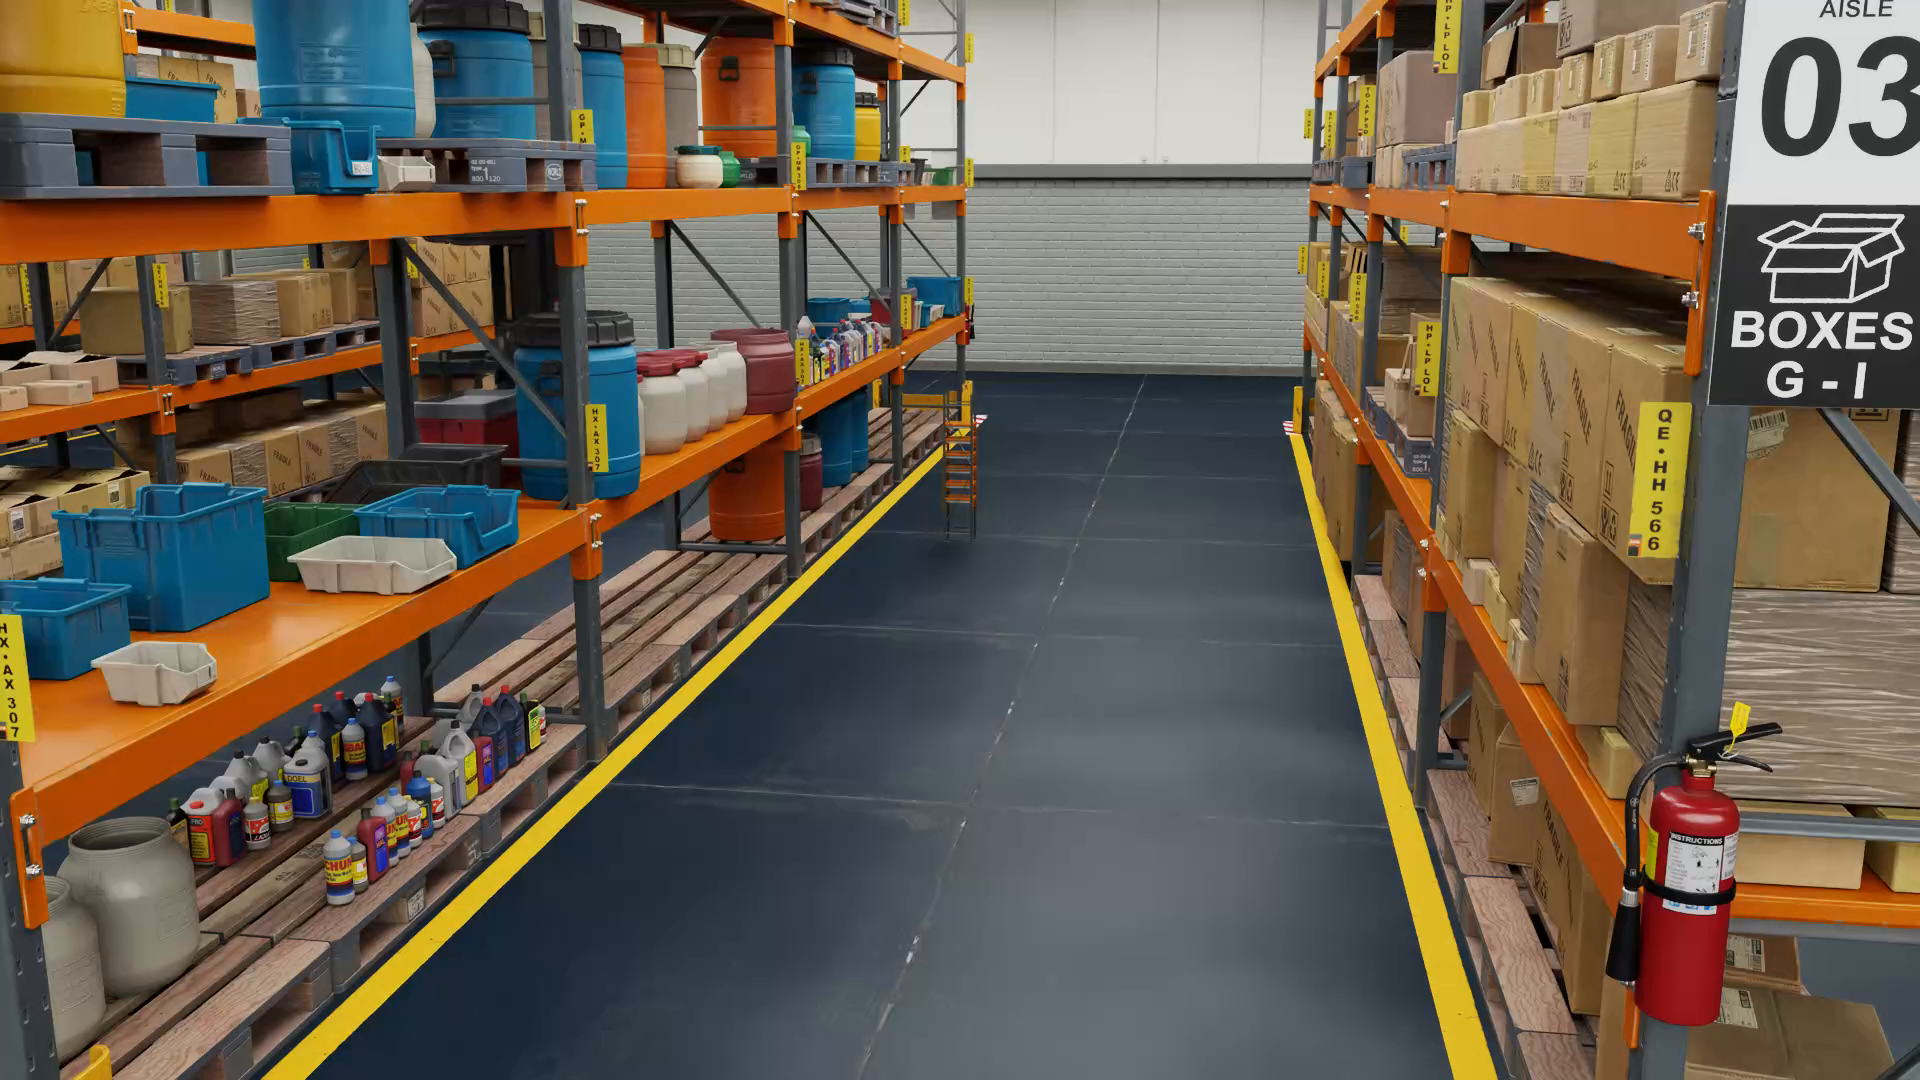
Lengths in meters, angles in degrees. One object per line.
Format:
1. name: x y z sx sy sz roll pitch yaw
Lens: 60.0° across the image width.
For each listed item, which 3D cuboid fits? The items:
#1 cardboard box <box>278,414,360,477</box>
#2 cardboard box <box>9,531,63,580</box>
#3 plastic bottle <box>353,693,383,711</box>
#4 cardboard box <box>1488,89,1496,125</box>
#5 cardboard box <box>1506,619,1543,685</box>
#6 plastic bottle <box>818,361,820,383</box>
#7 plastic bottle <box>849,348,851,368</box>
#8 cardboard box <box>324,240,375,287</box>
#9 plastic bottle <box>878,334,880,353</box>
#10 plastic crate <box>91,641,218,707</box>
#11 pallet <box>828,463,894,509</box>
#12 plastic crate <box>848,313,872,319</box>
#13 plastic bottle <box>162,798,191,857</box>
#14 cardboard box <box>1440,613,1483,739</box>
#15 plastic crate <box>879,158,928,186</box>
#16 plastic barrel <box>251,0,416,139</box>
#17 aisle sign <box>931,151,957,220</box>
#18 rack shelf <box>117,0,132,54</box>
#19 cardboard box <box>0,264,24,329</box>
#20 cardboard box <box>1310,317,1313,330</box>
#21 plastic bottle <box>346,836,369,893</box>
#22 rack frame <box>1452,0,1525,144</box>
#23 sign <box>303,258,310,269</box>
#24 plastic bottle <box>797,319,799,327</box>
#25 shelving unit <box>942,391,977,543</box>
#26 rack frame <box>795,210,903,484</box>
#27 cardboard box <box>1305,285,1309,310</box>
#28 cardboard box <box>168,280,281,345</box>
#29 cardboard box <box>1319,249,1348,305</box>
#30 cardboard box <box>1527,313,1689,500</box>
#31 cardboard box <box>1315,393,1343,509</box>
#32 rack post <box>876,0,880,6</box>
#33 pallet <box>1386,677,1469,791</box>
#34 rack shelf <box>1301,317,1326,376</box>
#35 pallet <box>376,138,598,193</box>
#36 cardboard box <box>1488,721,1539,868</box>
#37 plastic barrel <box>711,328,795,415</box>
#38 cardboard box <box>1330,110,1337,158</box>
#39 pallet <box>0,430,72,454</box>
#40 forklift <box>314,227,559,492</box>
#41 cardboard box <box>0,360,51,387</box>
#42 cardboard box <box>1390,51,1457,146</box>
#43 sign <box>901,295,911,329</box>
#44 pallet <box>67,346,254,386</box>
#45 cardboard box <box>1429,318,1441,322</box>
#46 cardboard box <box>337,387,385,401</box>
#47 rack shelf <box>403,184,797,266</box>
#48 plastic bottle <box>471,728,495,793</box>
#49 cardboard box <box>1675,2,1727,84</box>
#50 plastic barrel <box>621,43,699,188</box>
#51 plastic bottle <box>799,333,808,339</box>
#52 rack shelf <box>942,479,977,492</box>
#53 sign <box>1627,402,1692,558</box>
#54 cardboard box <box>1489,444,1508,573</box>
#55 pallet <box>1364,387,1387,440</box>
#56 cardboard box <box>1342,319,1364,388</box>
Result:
1. cardboard box: -5.903 -0.874 15.318 0.500 0.500 0.500 2 12 9
2. cardboard box: -6.560 0.101 11.434 0.500 0.250 0.500 2 12 10
3. plastic bottle: -2.790 0.863 7.788 0.152 0.276 0.135 2 12 11
4. cardboard box: 2.281 -1.685 6.484 0.380 0.149 0.250 1 12 6
5. cardboard box: 1.961 0.361 5.295 0.380 0.149 0.250 2 12 9
6. plastic bottle: -1.147 -1.336 13.043 0.097 0.201 0.097 0 12 0
7. plastic bottle: -0.977 -1.567 14.114 0.097 0.201 0.097 0 12 0
8. cardboard box: -6.126 -2.851 16.993 0.500 0.500 0.500 2 12 9
9. plastic bottle: -0.786 -1.824 15.308 0.097 0.201 0.097 0 12 0
10. plastic crate: -2.444 0.412 5.086 0.298 0.136 0.250 2 12 9
11. pallet: -1.214 -0.516 15.388 1.003 0.211 1.213 2 12 9
12. plastic crate: -1.084 -2.311 17.582 0.293 0.136 0.466 2 12 9
13. plastic bottle: -3.051 1.151 6.437 0.061 0.283 0.133 2 12 10
14. cardboard box: 2.725 0.667 8.168 0.700 0.500 0.500 1 12 4
15. plastic crate: -0.593 -3.691 16.689 0.497 0.269 0.590 2 12 9
16. plastic barrel: -2.544 -2.086 6.747 0.600 0.901 0.708 2 12 9
17. aisle sign: -0.139 -4.148 19.448 0.394 0.787 0.004 2 12 9
18. rack shelf: -6.871 -3.336 10.272 1.077 0.370 4.000 2 12 9
19. cardboard box: -10.744 -2.619 17.812 0.980 0.700 0.700 2 12 10
20. cardboard box: 3.879 -2.257 17.443 0.380 0.149 0.250 2 12 8
21. plastic bottle: -2.297 1.223 6.295 0.097 0.201 0.097 0 12 0
22. rack frame: 2.609 -3.145 6.729 1.000 3.000 0.127 2 12 9
23. sign: -6.486 -2.639 16.564 0.100 0.325 0.005 2 12 9
24. plastic bottle: -1.532 -1.919 15.555 0.061 0.283 0.133 2 12 9
25. shelving unit: -0.002 -0.584 13.353 0.258 1.200 0.189 2 12 9
26. rack frame: -1.054 -2.039 15.833 1.000 3.000 0.127 2 12 9
27. cardboard box: 4.114 -2.692 18.513 0.500 0.250 0.500 2 12 7
28. cardboard box: -6.249 -1.940 14.143 0.700 0.500 0.500 4 13 19
29. cardboard box: 3.727 -2.525 15.961 0.500 0.500 0.500 2 12 9
30. cardboard box: 1.985 -0.394 4.885 0.500 0.500 0.500 2 12 9
31. cardboard box: 3.624 -0.725 13.783 1.225 0.875 0.875 1 12 7
32. rack post: -1.215 -4.760 14.400 0.937 0.300 0.954 2 12 8
33. pallet: 2.727 0.988 8.407 1.003 0.211 1.213 2 12 9
34. rack shelf: 4.147 -1.943 17.096 1.077 0.370 4.000 2 12 9
35. pallet: -2.299 -1.594 7.098 1.213 0.211 1.003 2 12 9
36. cardboard box: 2.428 1.005 6.645 0.500 0.500 0.500 6 14 27
37. plastic barrel: -1.442 -1.166 11.461 0.600 0.536 0.708 2 12 9
38. cardboard box: 4.190 -4.148 17.028 0.700 0.500 0.500 1 12 5
39. pallet: -10.649 -1.152 18.339 1.003 0.211 1.213 2 12 9
40. forklift: -4.155 -1.760 14.702 3.031 2.935 1.130 -7 14 -31
41. cardboard box: -6.892 -1.144 11.892 0.500 0.311 0.500 2 12 8
42. cardboard box: 2.746 -2.505 9.454 0.500 0.500 0.500 2 12 7
43. sign: -0.511 -2.156 15.719 0.100 0.325 0.005 2 12 9
44. pallet: -6.529 -1.417 13.403 1.213 0.211 1.003 2 12 9
45. cardboard box: 3.194 -1.066 10.088 0.700 0.500 0.500 4 13 17
46. cardboard box: -6.141 -1.321 17.391 0.500 0.500 0.500 2 12 9
47. rack shelf: -1.977 -1.904 9.797 1.077 0.370 4.000 2 12 9
48. plastic bottle: -2.113 0.958 7.331 0.061 0.283 0.133 3 12 12
49. cardboard box: 1.728 -1.036 3.470 0.380 0.149 0.250 2 12 9
50. plastic barrel: -2.010 -2.753 10.840 0.600 0.901 0.600 0 12 0
51. plastic bottle: -1.432 -1.781 15.110 0.097 0.201 0.097 0 12 0
52. rack shelf: -0.002 -0.423 13.388 0.258 0.103 0.180 2 12 9
53. sign: 1.449 -0.123 3.445 0.100 0.325 0.005 2 12 9
54. cardboard box: 2.390 -0.105 5.918 0.875 0.500 0.500 2 12 9
55. pallet: 3.220 -0.800 10.540 1.213 0.211 1.003 2 12 9
56. cardboard box: 3.215 -1.417 12.711 0.500 0.500 0.500 1 12 7
